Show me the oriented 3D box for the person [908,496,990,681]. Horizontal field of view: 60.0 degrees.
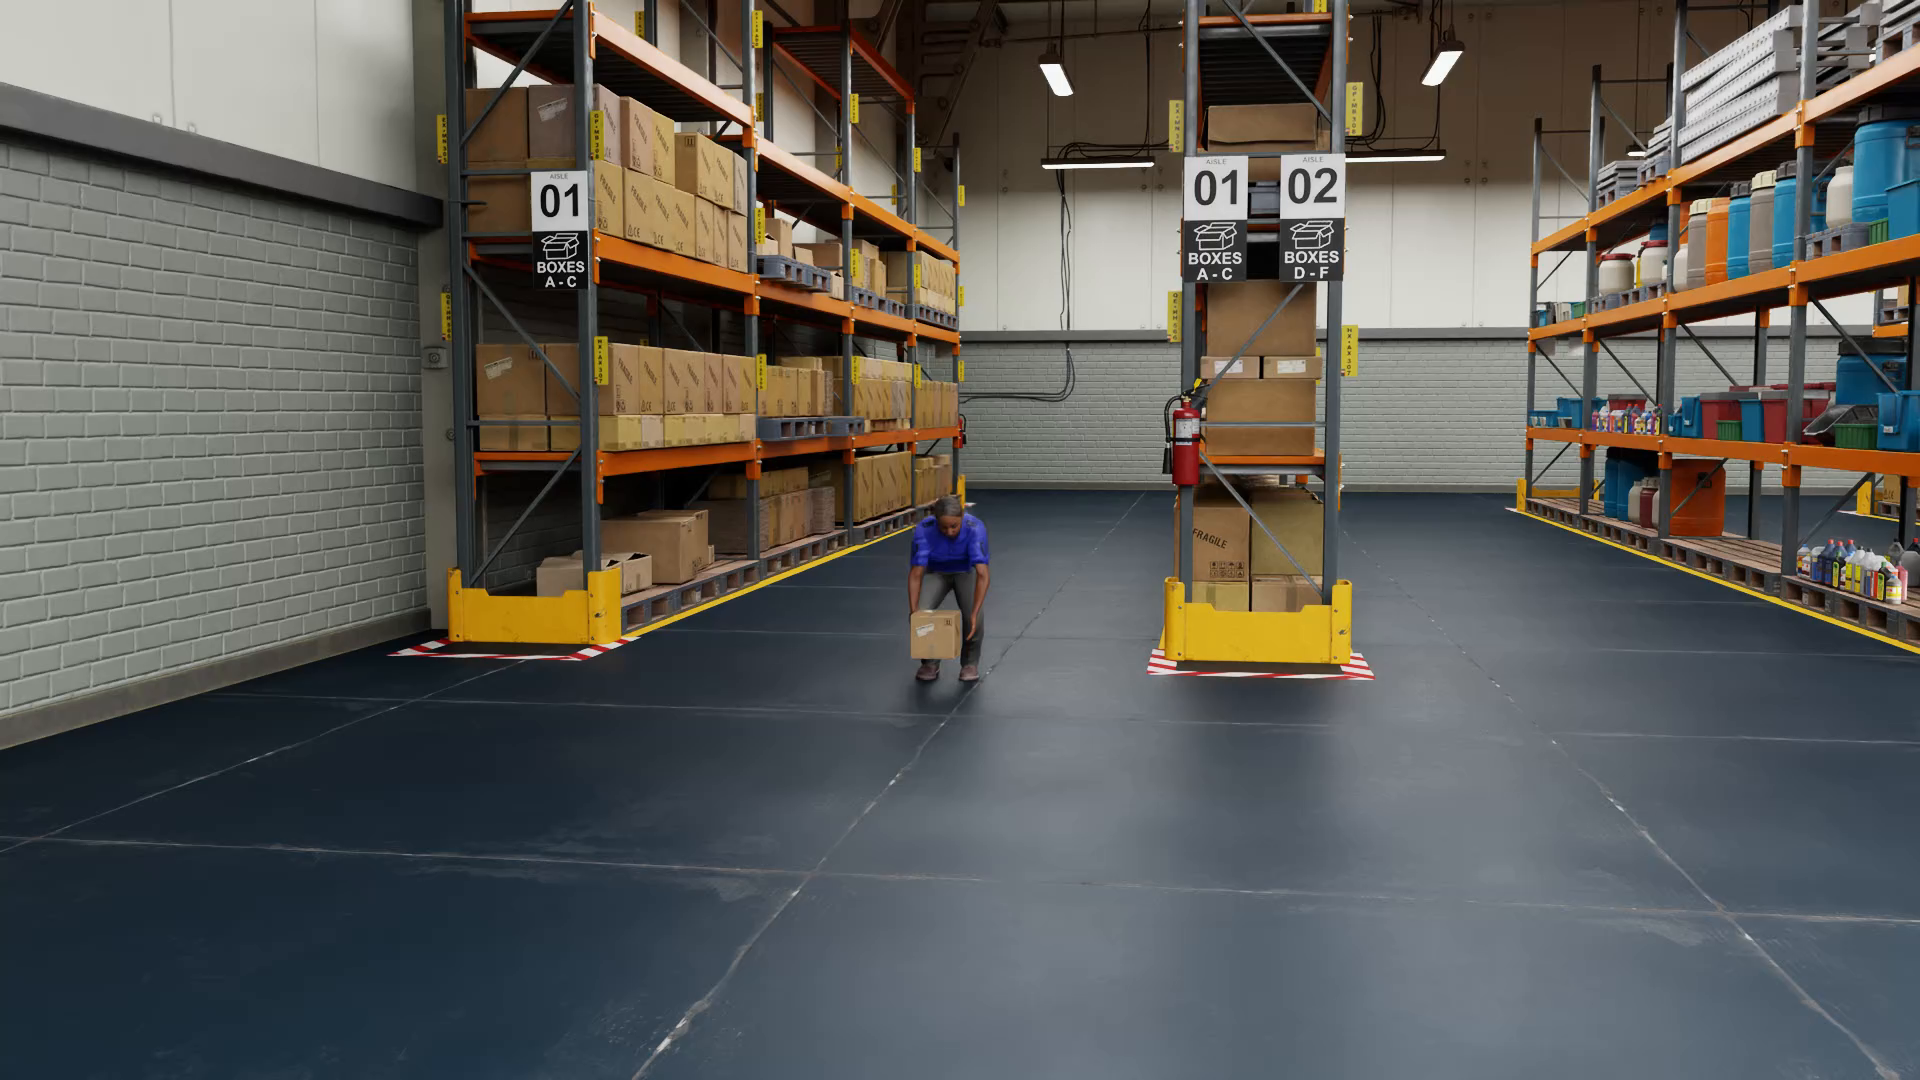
[{"bbox_3d":[-0.047,0.280,9.871,0.498,1.117,0.740,1,5,9],"label":"person"}]
